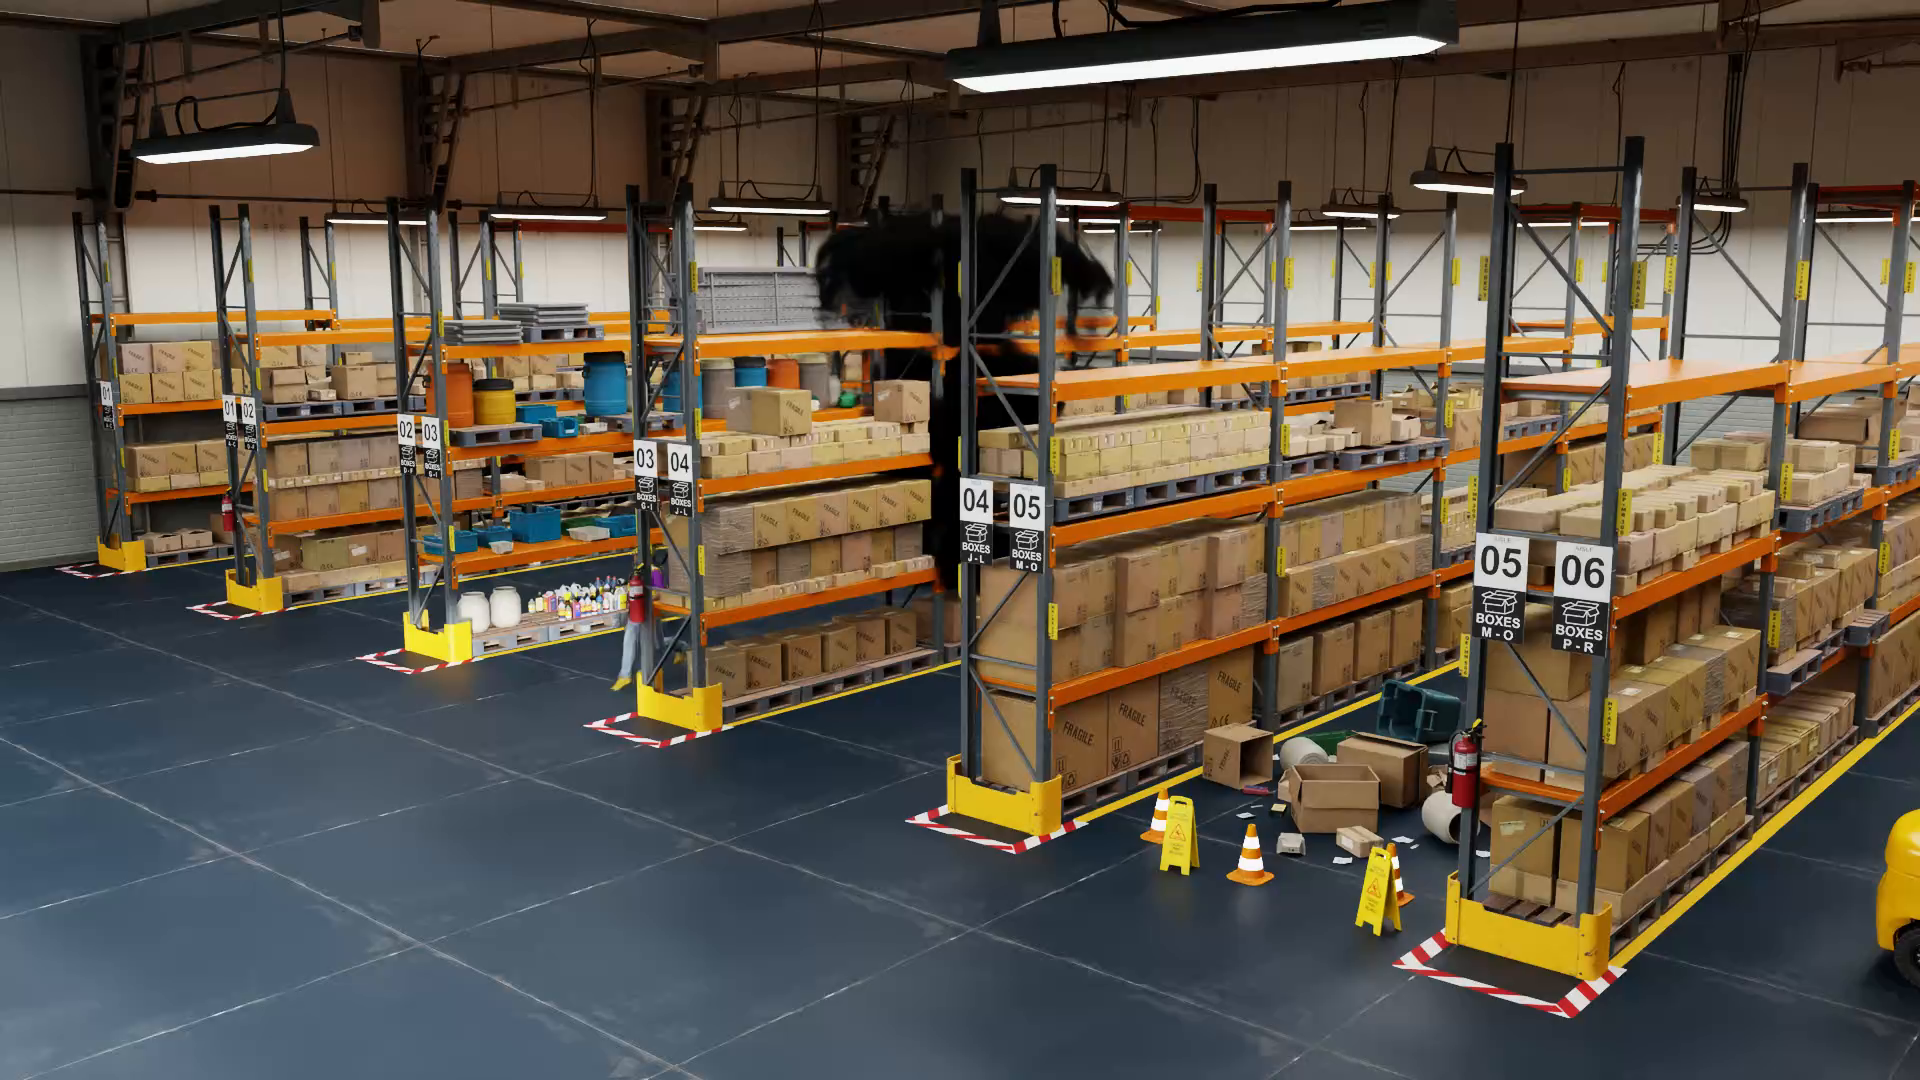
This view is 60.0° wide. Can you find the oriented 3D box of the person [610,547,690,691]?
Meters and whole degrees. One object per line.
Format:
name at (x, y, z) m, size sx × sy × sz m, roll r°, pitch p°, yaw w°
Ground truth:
person at (-3.840, 0.921, 20.540) m, size 0.666 × 1.775 × 1.141 m, roll 8°, pitch 12°, yaw 40°
